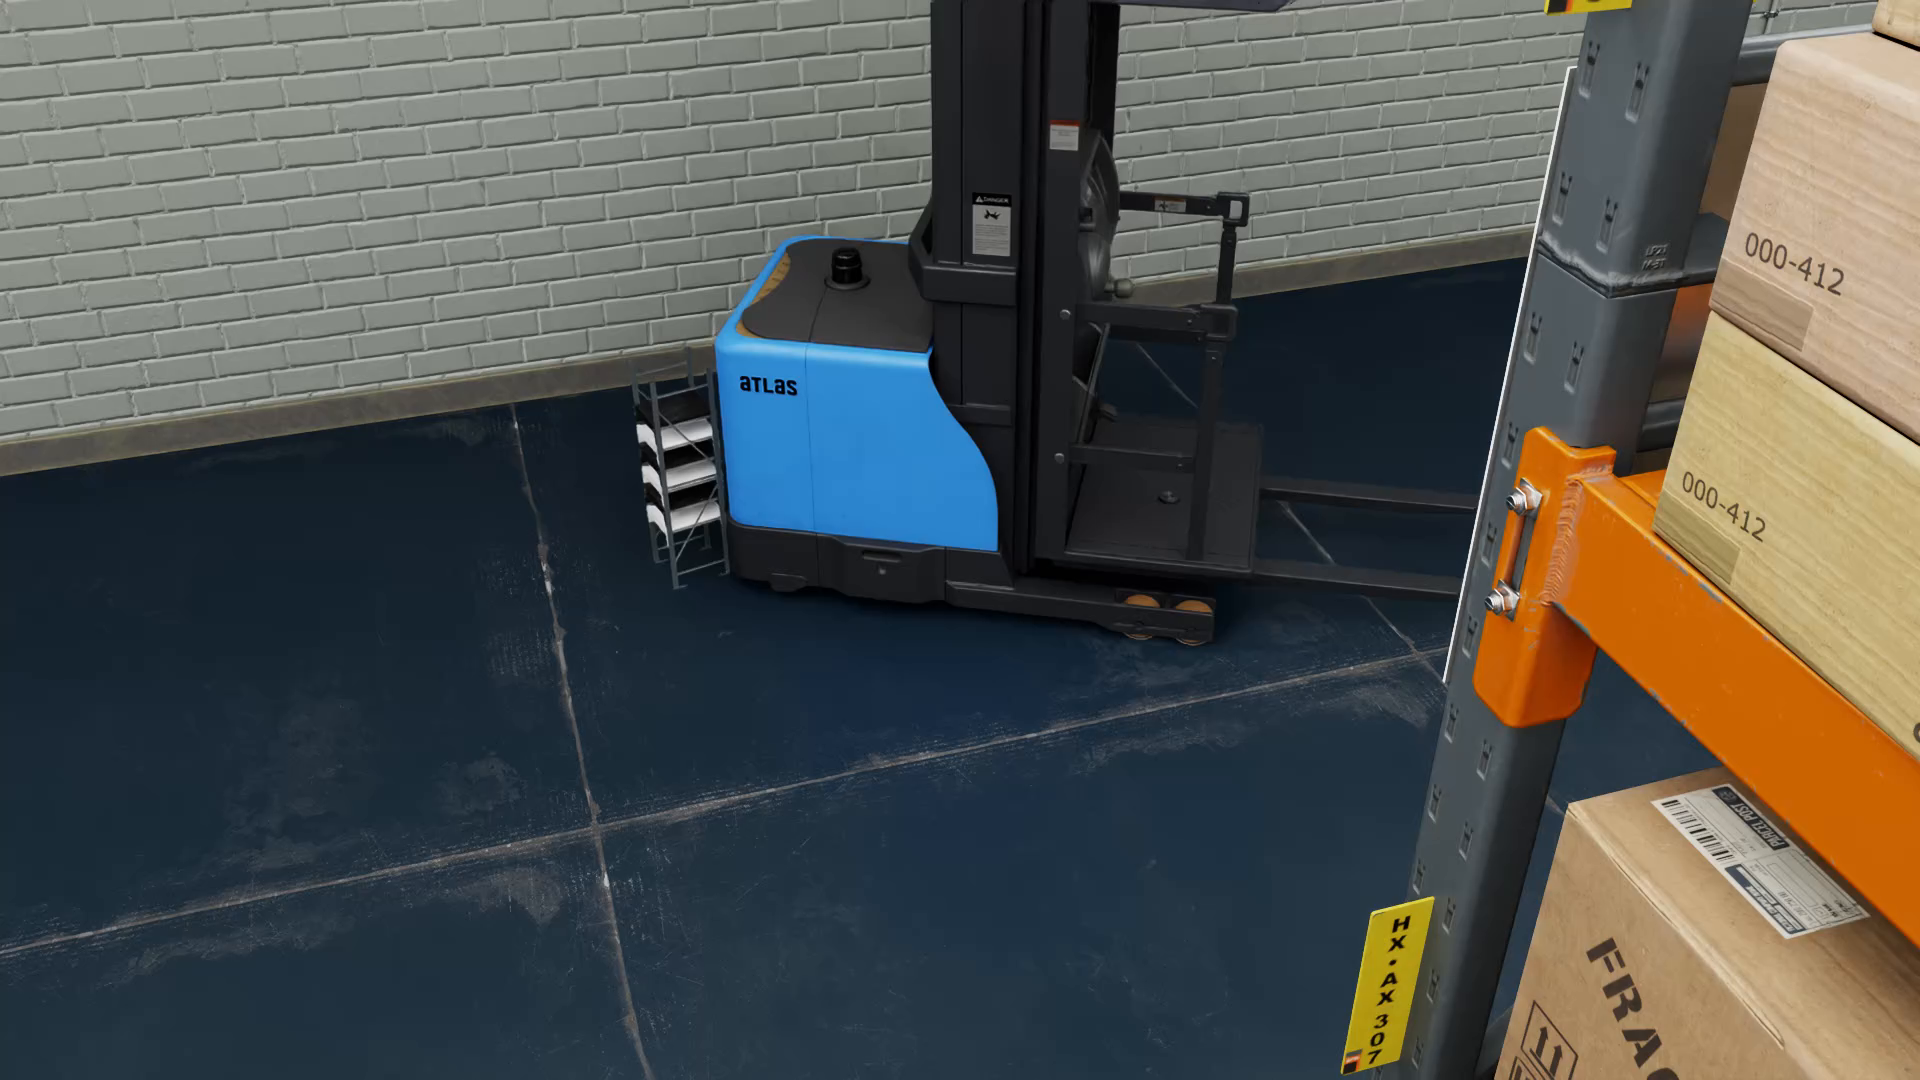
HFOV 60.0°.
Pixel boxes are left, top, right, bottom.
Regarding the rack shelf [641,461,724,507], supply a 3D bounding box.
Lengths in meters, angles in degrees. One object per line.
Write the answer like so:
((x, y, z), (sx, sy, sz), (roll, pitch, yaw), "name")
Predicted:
((-1.060, -0.239, 6.355), (0.258, 0.077, 0.200), (-18, 37, -25), "rack shelf")

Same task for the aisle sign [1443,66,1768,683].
((0.802, -0.181, 1.945), (0.394, 0.787, 0.004), (-10, 35, -15), "aisle sign")

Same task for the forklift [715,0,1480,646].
((0.677, -1.151, 5.833), (3.031, 2.935, 1.130), (6, 34, 9), "forklift")

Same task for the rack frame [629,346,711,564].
((-1.112, -0.315, 6.410), (0.240, 0.900, 0.006), (-18, 37, -25), "rack frame")

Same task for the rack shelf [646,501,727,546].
((-1.060, -0.089, 6.454), (0.258, 0.077, 0.200), (-18, 37, -25), "rack shelf")

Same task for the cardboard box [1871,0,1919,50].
((0.992, -0.464, 1.332), (0.380, 0.149, 0.250), (-10, 35, -15), "cardboard box")

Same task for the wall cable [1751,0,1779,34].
((4.051, -3.388, 8.206), (0.585, 1.953, 0.123), (-10, 35, -15), "wall cable")

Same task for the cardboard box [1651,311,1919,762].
((1.003, -0.019, 1.473), (0.500, 0.250, 0.500), (-9, 34, -13), "cardboard box")

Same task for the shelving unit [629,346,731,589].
((-1.060, -0.267, 6.337), (0.258, 0.900, 0.210), (-18, 37, -25), "shelving unit")

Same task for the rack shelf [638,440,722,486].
((-1.060, -0.314, 6.306), (0.258, 0.077, 0.200), (-18, 37, -25), "rack shelf")

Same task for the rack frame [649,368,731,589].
((-1.009, -0.219, 6.264), (0.240, 0.900, 0.006), (-18, 37, -25), "rack frame")

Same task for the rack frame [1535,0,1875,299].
((1.110, -1.612, 1.027), (1.000, 3.000, 0.127), (-10, 35, -15), "rack frame")

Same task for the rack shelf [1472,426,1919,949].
((1.720, 0.990, 0.463), (1.077, 0.370, 4.000), (-10, 35, -15), "rack shelf")

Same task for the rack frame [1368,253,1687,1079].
((1.110, 0.891, 2.680), (1.000, 3.000, 0.127), (-10, 35, -15), "rack frame")

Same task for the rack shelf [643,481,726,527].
((-1.060, -0.164, 6.405), (0.258, 0.077, 0.200), (-18, 37, -25), "rack shelf")

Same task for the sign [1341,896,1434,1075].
((0.593, 0.621, 2.304), (0.100, 0.325, 0.005), (-10, 35, -15), "sign")

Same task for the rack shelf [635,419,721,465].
((-1.061, -0.389, 6.256), (0.258, 0.077, 0.200), (-18, 37, -25), "rack shelf")

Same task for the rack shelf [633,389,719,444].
((-1.061, -0.464, 6.207), (0.258, 0.077, 0.200), (-18, 37, -25), "rack shelf")

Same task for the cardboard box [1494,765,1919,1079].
((0.994, 0.589, 1.871), (0.500, 0.500, 0.500), (-10, 35, -15), "cardboard box")

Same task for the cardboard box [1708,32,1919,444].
((0.999, -0.227, 1.334), (0.500, 0.250, 0.500), (-9, 35, -14), "cardboard box")

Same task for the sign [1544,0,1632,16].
((0.593, -0.634, 1.474), (0.100, 0.325, 0.005), (-10, 35, -15), "sign")
